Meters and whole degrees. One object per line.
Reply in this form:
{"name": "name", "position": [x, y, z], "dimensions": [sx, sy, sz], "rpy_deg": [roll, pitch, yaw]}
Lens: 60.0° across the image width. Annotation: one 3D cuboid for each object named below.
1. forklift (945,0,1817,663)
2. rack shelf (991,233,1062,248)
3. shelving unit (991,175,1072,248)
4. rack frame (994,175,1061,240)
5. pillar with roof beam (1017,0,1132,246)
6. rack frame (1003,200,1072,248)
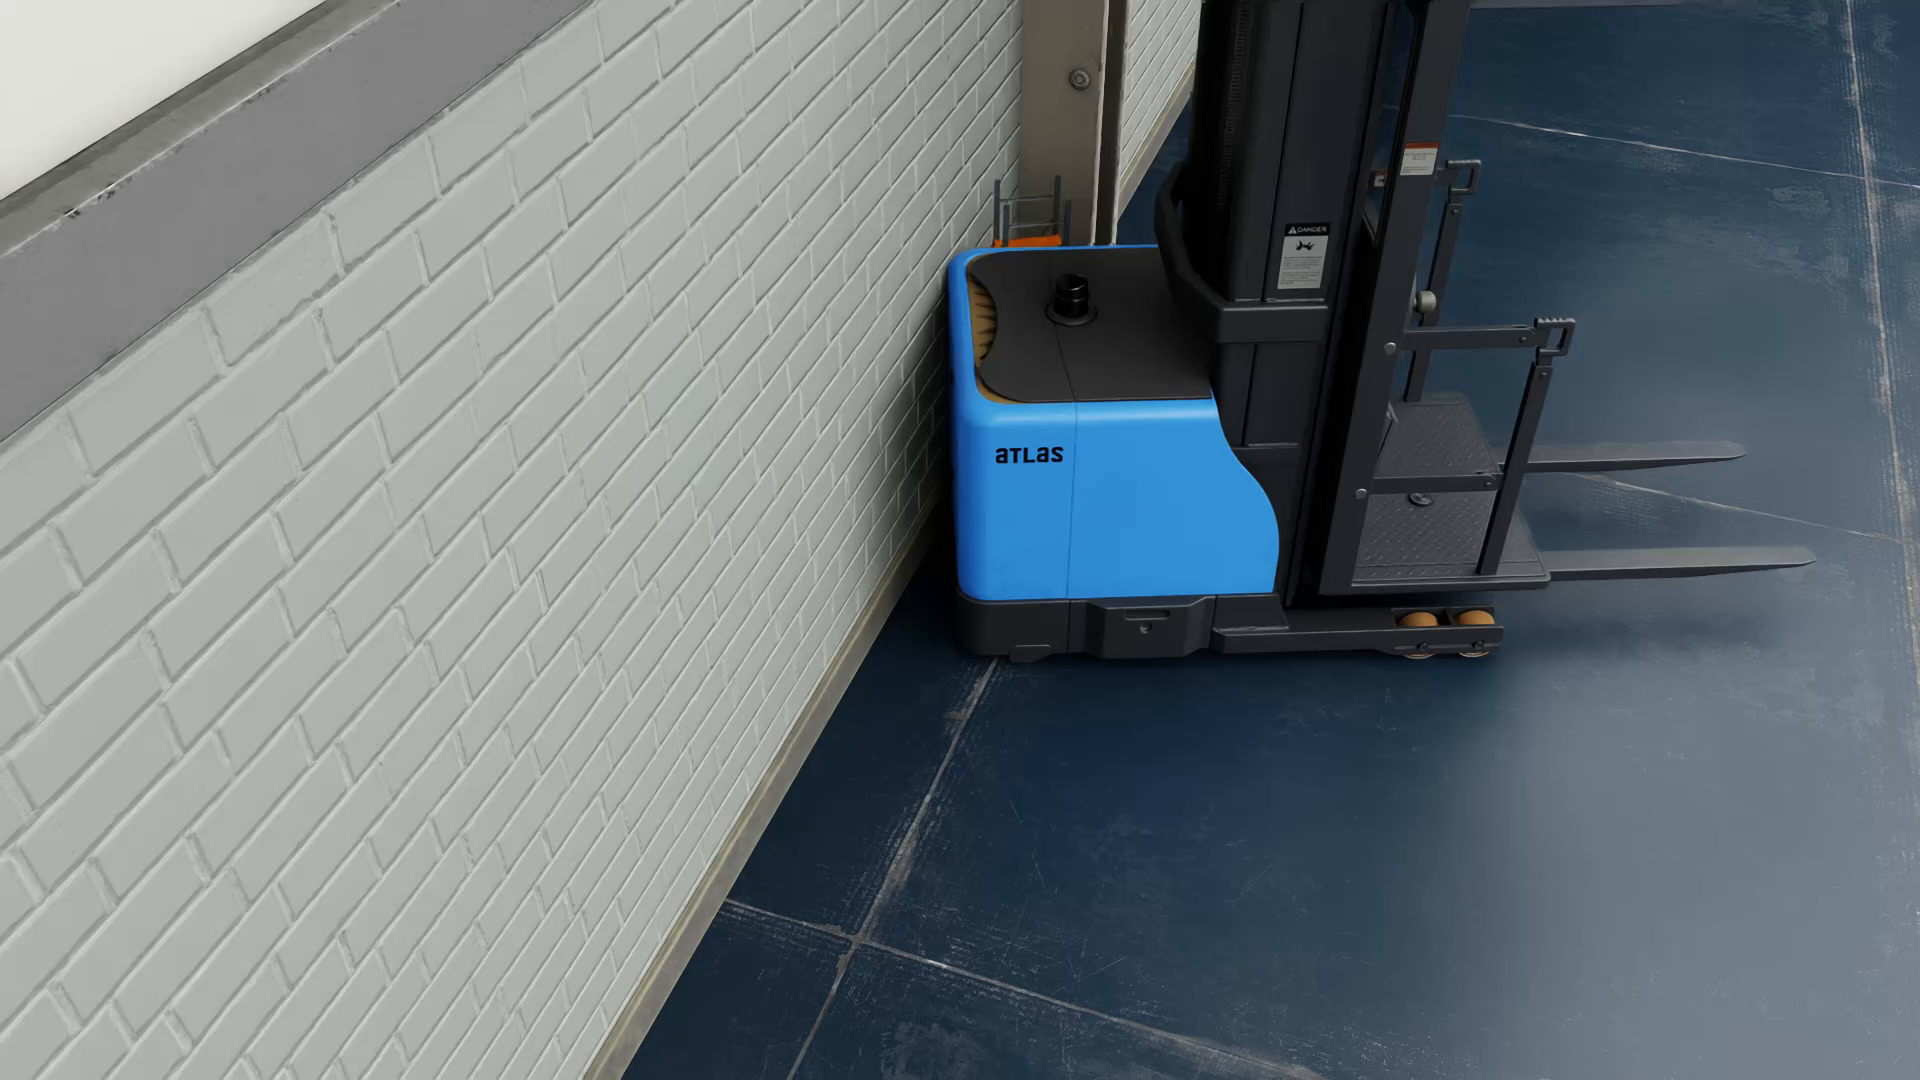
{"name": "forklift", "position": [1.476, -1.047, 5.219], "dimensions": [3.031, 2.935, 1.130], "rpy_deg": [-2, 40, -2]}
{"name": "rack shelf", "position": [0.255, -1.013, 6.026], "dimensions": [0.258, 0.103, 0.180], "rpy_deg": [-6, 41, -7]}
{"name": "shelving unit", "position": [0.255, -0.773, 6.231], "dimensions": [0.258, 1.200, 0.189], "rpy_deg": [-6, 41, -7]}
{"name": "rack frame", "position": [0.241, -0.831, 6.300], "dimensions": [0.240, 1.200, 0.006], "rpy_deg": [-6, 41, -7]}
{"name": "pillar with roof beam", "position": [4.476, -3.195, 3.062], "dimensions": [9.100, 9.000, 0.400], "rpy_deg": [13, 42, 15]}
{"name": "rack frame", "position": [0.269, -0.714, 6.162], "dimensions": [0.240, 1.200, 0.006], "rpy_deg": [-6, 41, -7]}
